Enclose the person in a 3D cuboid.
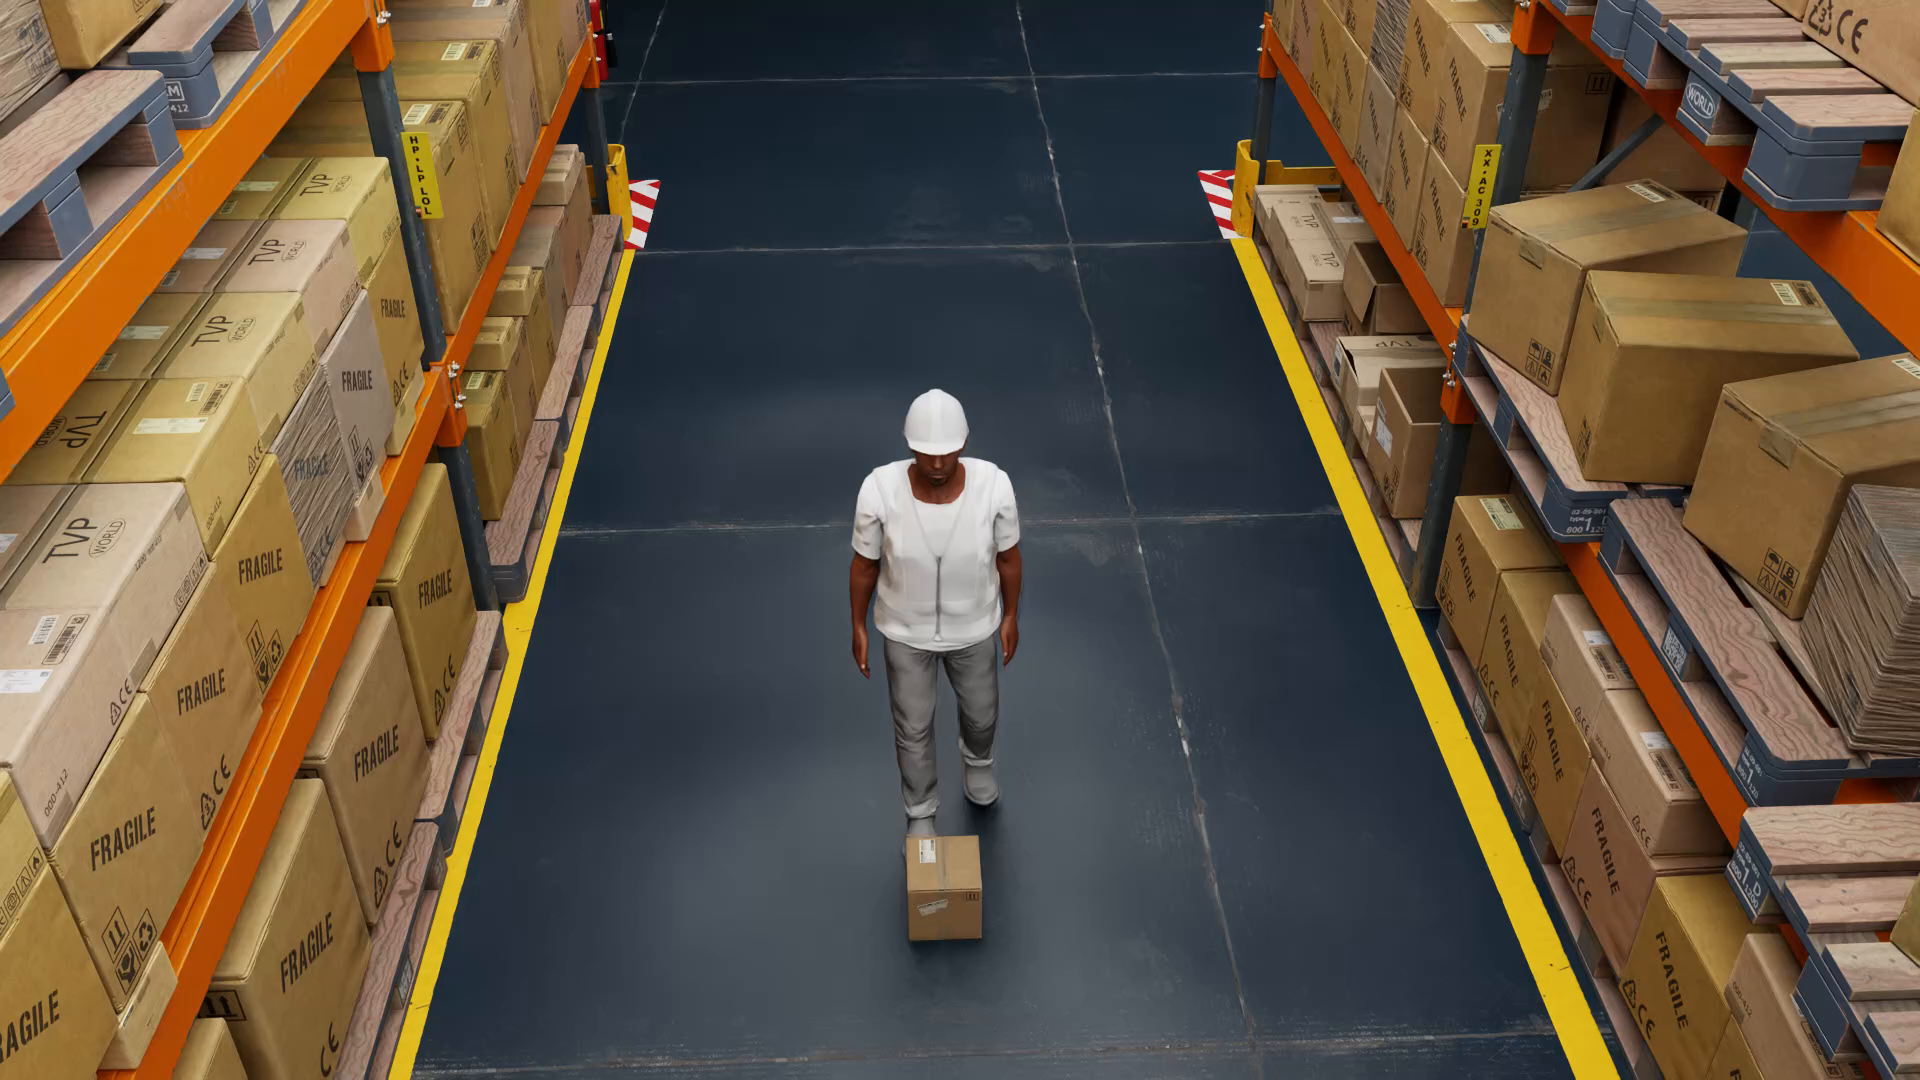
[{"bbox_3d":[-0.080,0.301,5.693,0.589,1.778,0.616,-2,35,-2],"label":"person"}]
